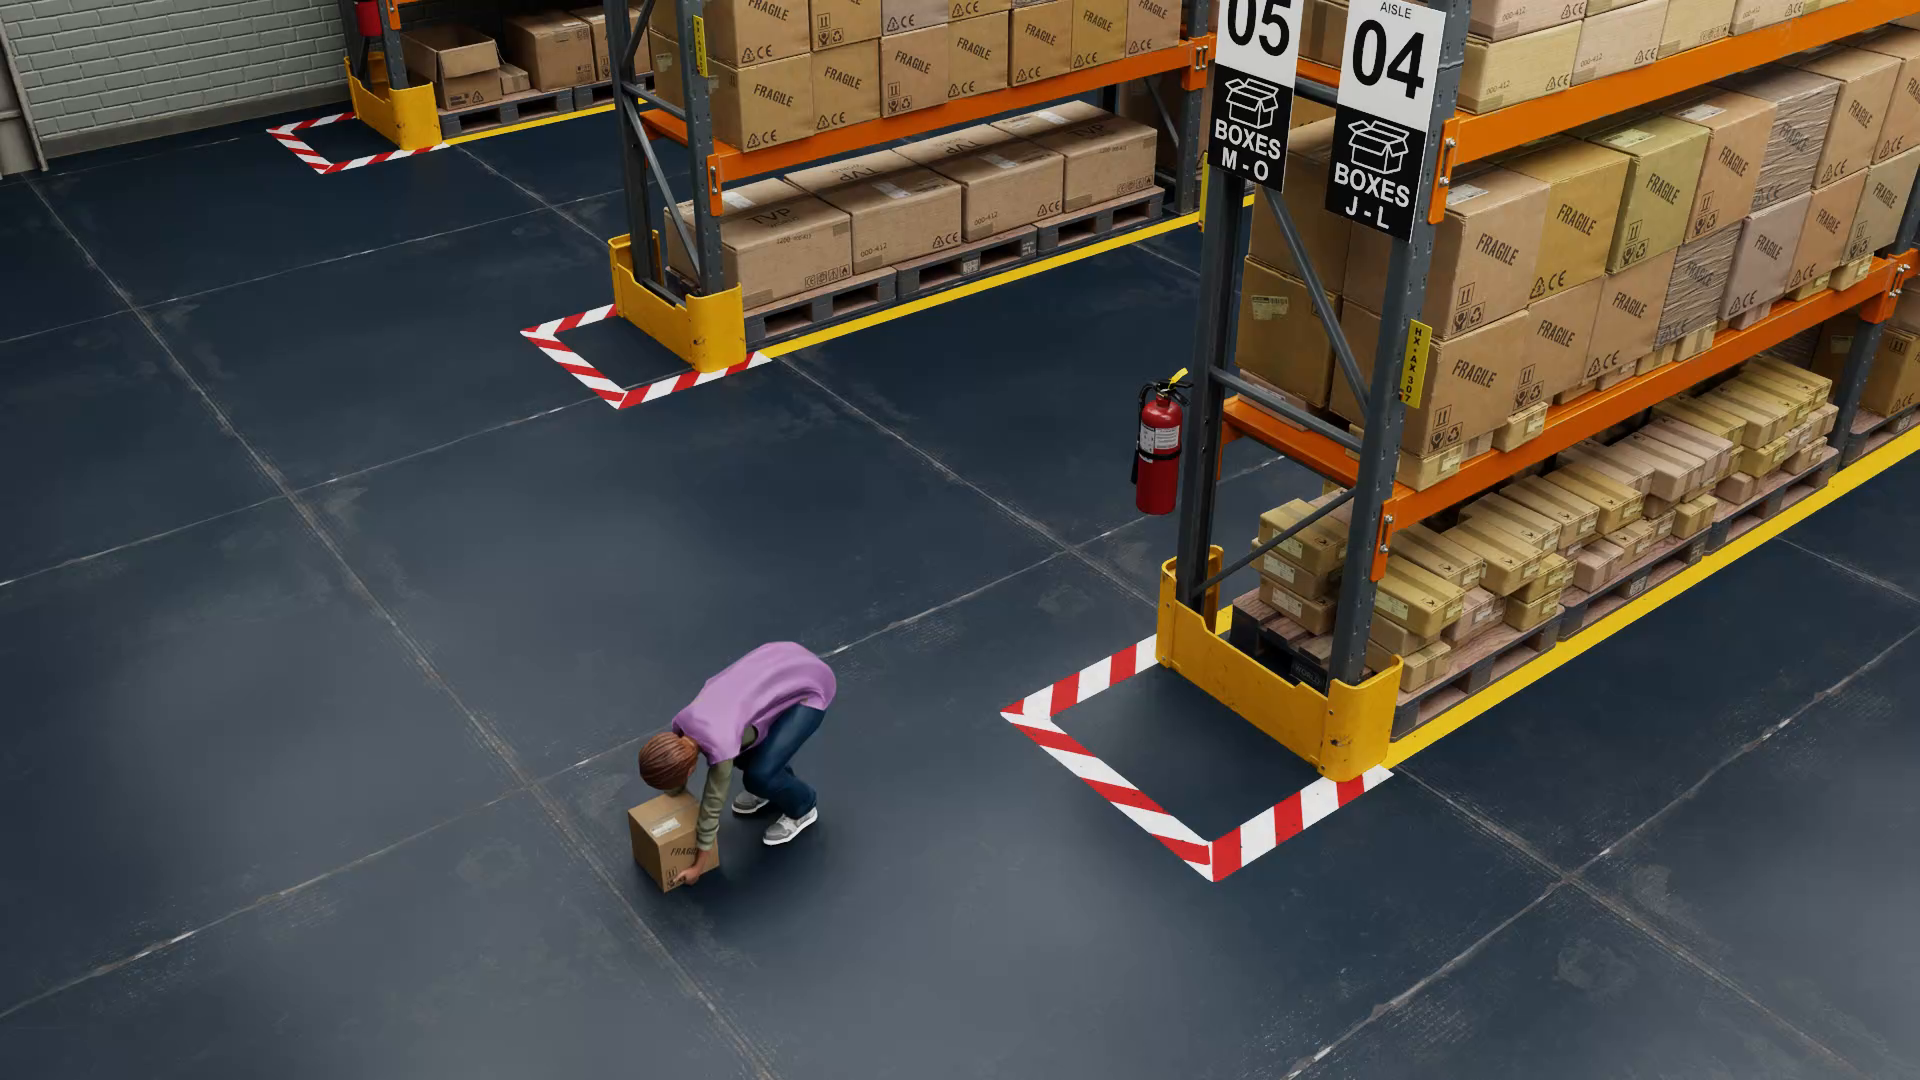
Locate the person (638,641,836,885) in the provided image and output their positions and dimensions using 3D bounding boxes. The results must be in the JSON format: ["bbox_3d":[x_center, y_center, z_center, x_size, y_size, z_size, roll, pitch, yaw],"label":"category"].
[{"bbox_3d":[-0.864,0.858,6.564,0.864,0.807,0.432,-24,40,-33],"label":"person"}]
